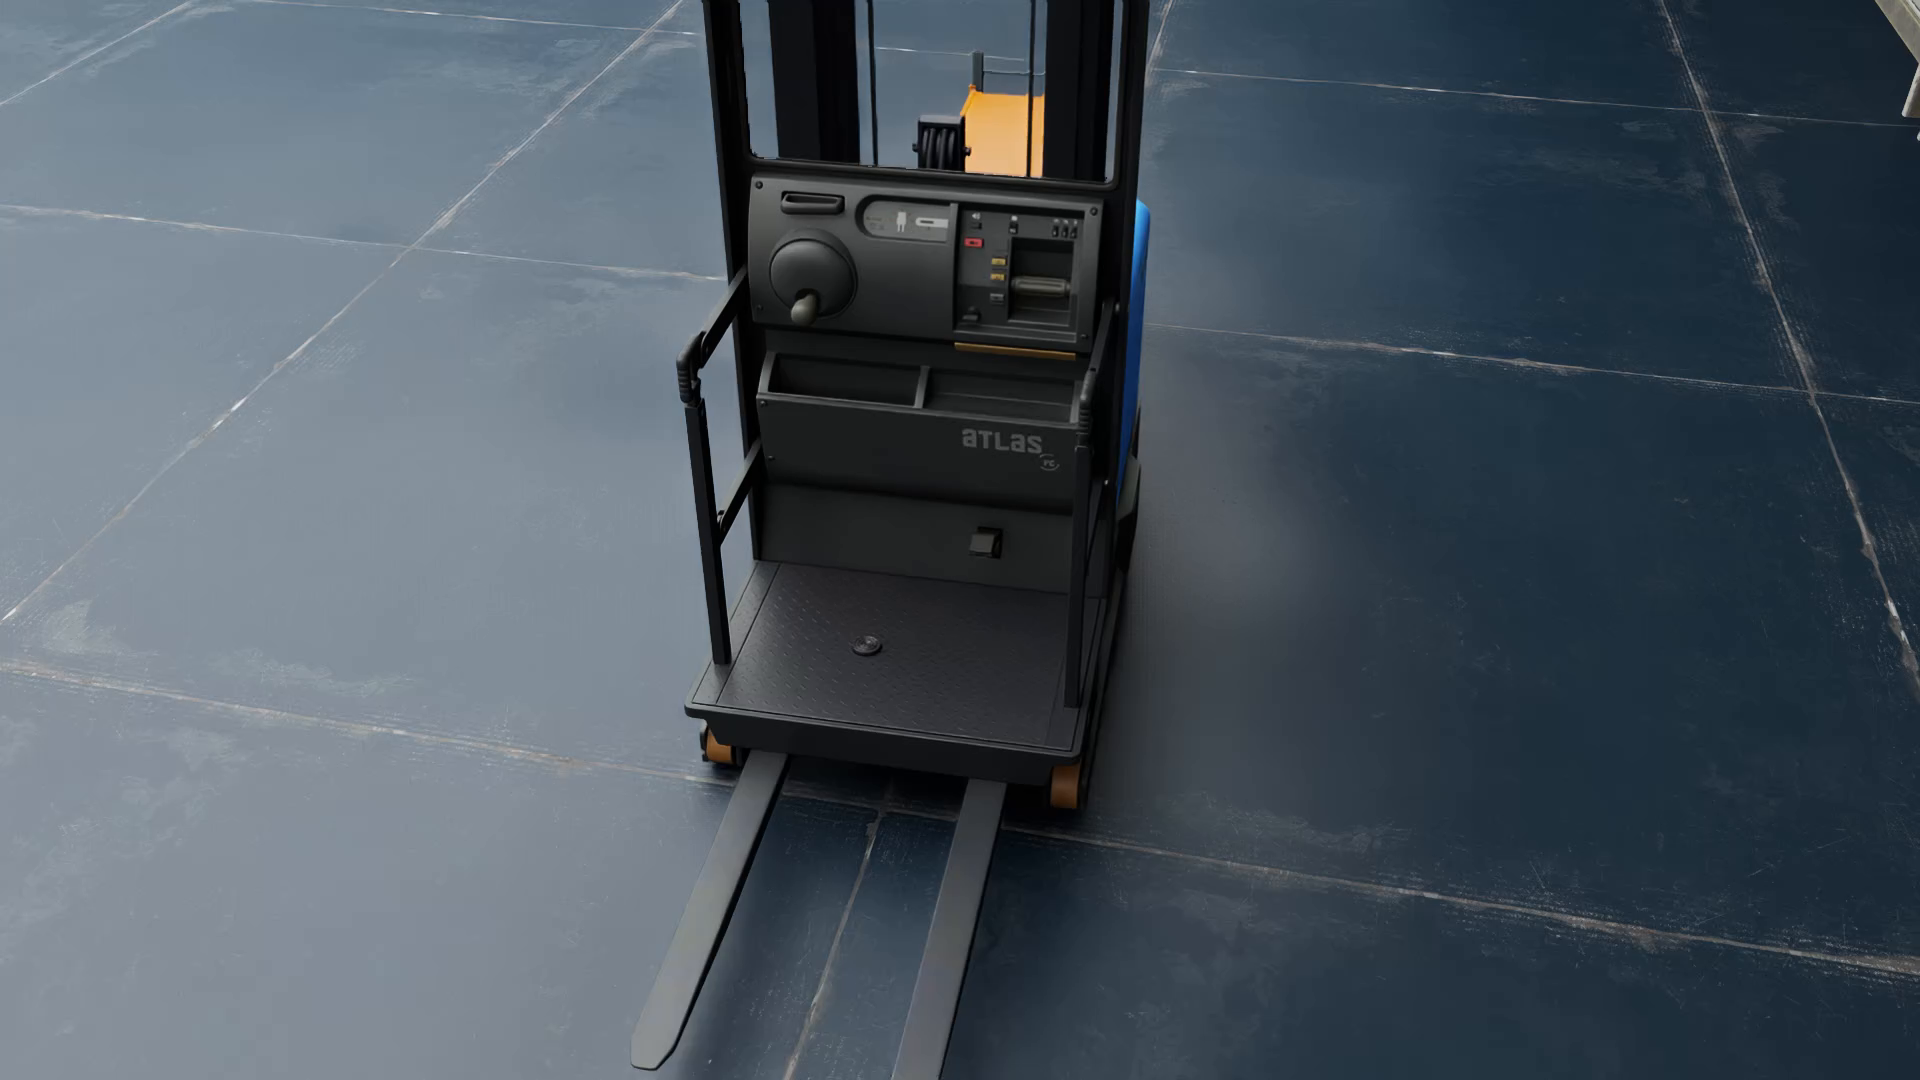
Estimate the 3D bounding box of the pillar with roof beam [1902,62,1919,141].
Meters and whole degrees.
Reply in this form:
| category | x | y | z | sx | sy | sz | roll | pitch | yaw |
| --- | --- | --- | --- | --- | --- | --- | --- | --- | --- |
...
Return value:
| category | x | y | z | sx | sy | sz | roll | pitch | yaw |
| --- | --- | --- | --- | --- | --- | --- | --- | --- | --- |
| pillar with roof beam | 0.947 | -6.339 | 6.828 | 9.100 | 9.000 | 0.400 | 7 | 37 | 10 |

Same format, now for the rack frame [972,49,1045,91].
| category | x | y | z | sx | sy | sz | roll | pitch | yaw |
| --- | --- | --- | --- | --- | --- | --- | --- | --- | --- |
| rack frame | 0.296 | -1.420 | 6.750 | 0.500 | 1.125 | 0.032 | 6 | 36 | 9 |

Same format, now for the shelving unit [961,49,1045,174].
| category | x | y | z | sx | sy | sz | roll | pitch | yaw |
| --- | --- | --- | --- | --- | --- | --- | --- | --- | --- |
| shelving unit | 0.203 | -1.126 | 6.345 | 0.538 | 1.125 | 1.048 | 6 | 36 | 9 |

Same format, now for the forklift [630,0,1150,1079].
| category | x | y | z | sx | sy | sz | roll | pitch | yaw |
| --- | --- | --- | --- | --- | --- | --- | --- | --- | --- |
| forklift | -0.135 | -0.661 | 4.165 | 1.130 | 2.935 | 3.031 | 6 | 36 | 9 |

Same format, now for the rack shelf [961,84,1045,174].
| category | x | y | z | sx | sy | sz | roll | pitch | yaw |
| --- | --- | --- | --- | --- | --- | --- | --- | --- | --- |
| rack shelf | 0.203 | -1.363 | 6.174 | 0.538 | 0.278 | 1.000 | 6 | 36 | 9 |
